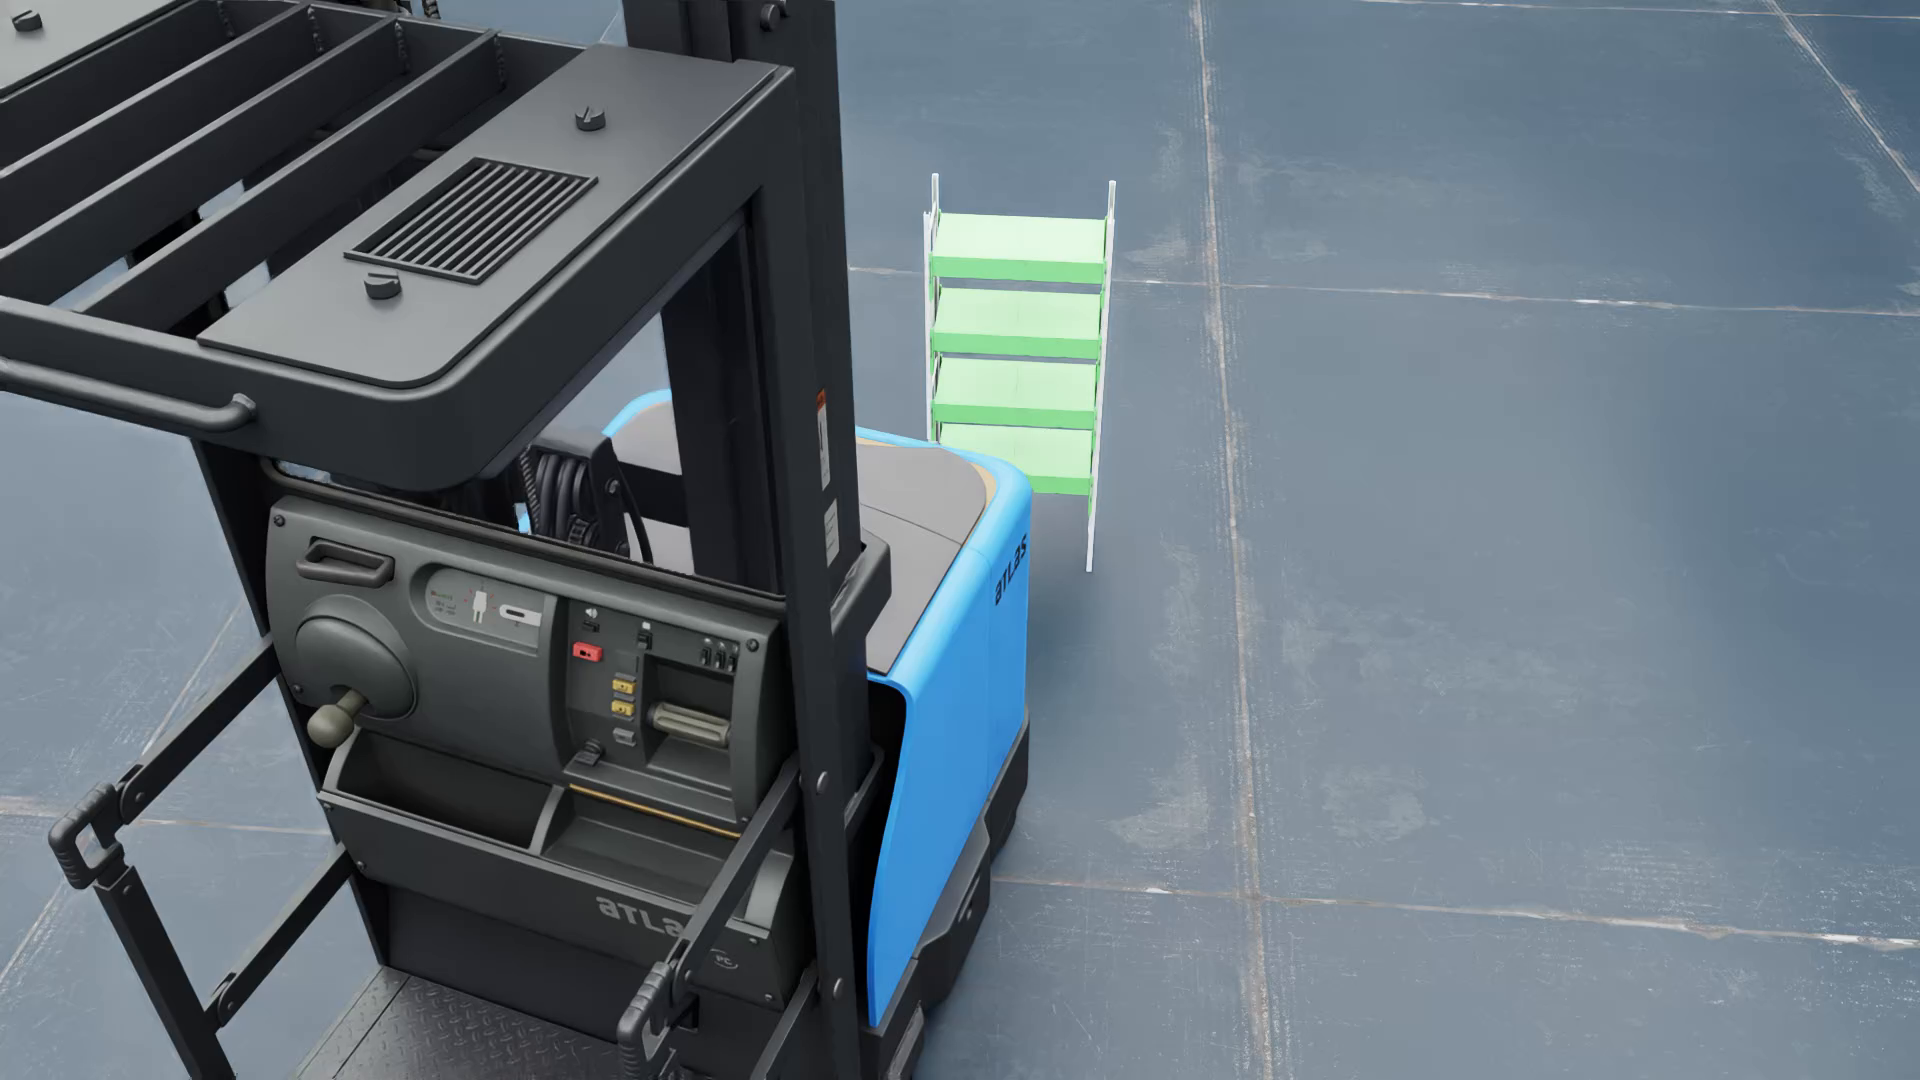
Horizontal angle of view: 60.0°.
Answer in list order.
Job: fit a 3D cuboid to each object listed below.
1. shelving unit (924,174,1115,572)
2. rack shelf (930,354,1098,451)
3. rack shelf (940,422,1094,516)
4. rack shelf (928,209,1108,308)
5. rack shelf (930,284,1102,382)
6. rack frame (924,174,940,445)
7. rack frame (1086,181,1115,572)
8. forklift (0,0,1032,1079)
[{"bbox_3d":[0.165,-0.456,4.860,0.503,1.200,0.258,3,39,4],"label":"shelving unit"},{"bbox_3d":[0.165,-0.407,4.900,0.480,0.148,0.258,3,39,4],"label":"rack shelf"},{"bbox_3d":[0.165,-0.221,5.052,0.480,0.148,0.258,3,39,4],"label":"rack shelf"},{"bbox_3d":[0.165,-0.779,4.597,0.480,0.148,0.258,3,39,4],"label":"rack shelf"},{"bbox_3d":[0.165,-0.593,4.749,0.480,0.148,0.258,3,39,4],"label":"rack shelf"},{"bbox_3d":[-0.078,-0.470,4.876,0.015,1.200,0.240,3,39,4],"label":"rack frame"},{"bbox_3d":[0.408,-0.443,4.844,0.015,1.200,0.240,3,39,4],"label":"rack frame"},{"bbox_3d":[-0.813,0.287,2.576,1.130,2.935,3.031,13,41,16],"label":"forklift"}]
